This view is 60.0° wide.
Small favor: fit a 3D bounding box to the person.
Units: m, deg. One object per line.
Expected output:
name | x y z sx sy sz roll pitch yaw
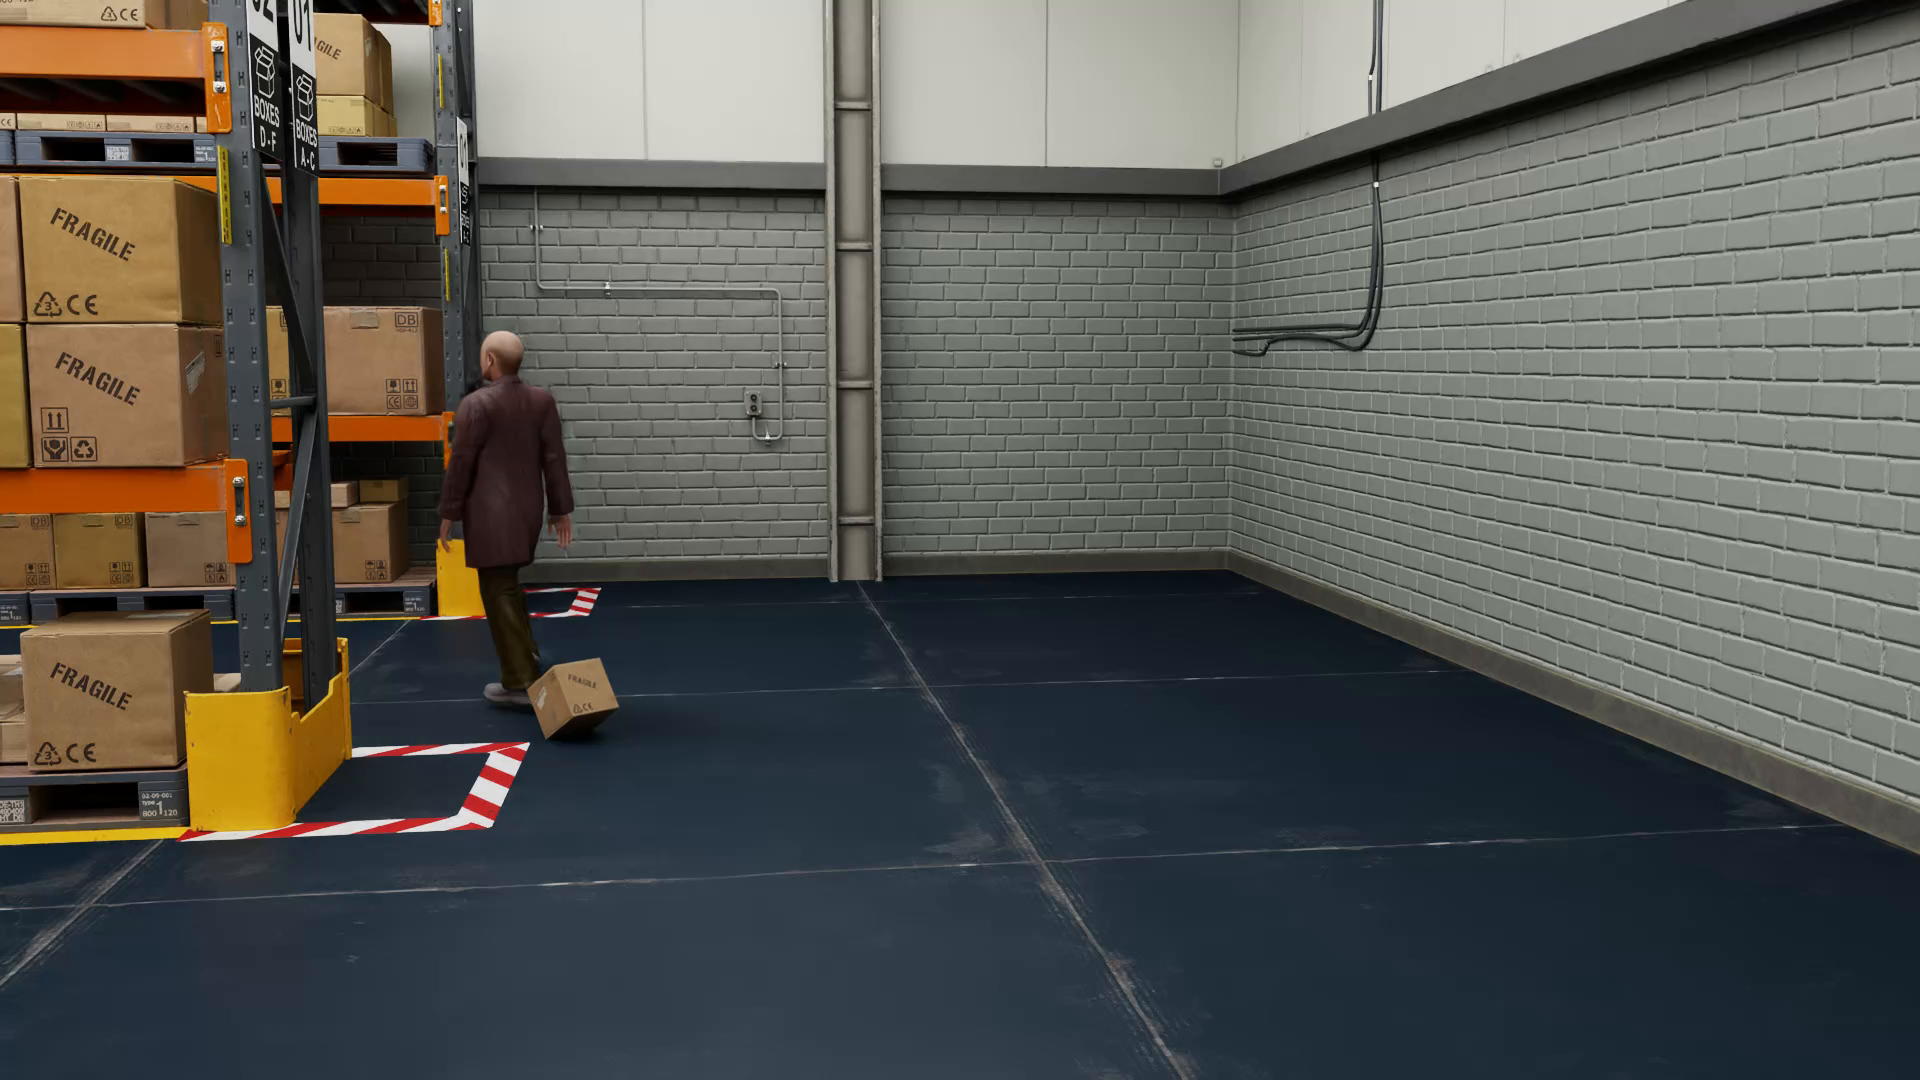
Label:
person | -2.191 -0.080 7.982 0.541 1.833 0.620 4 8 33
